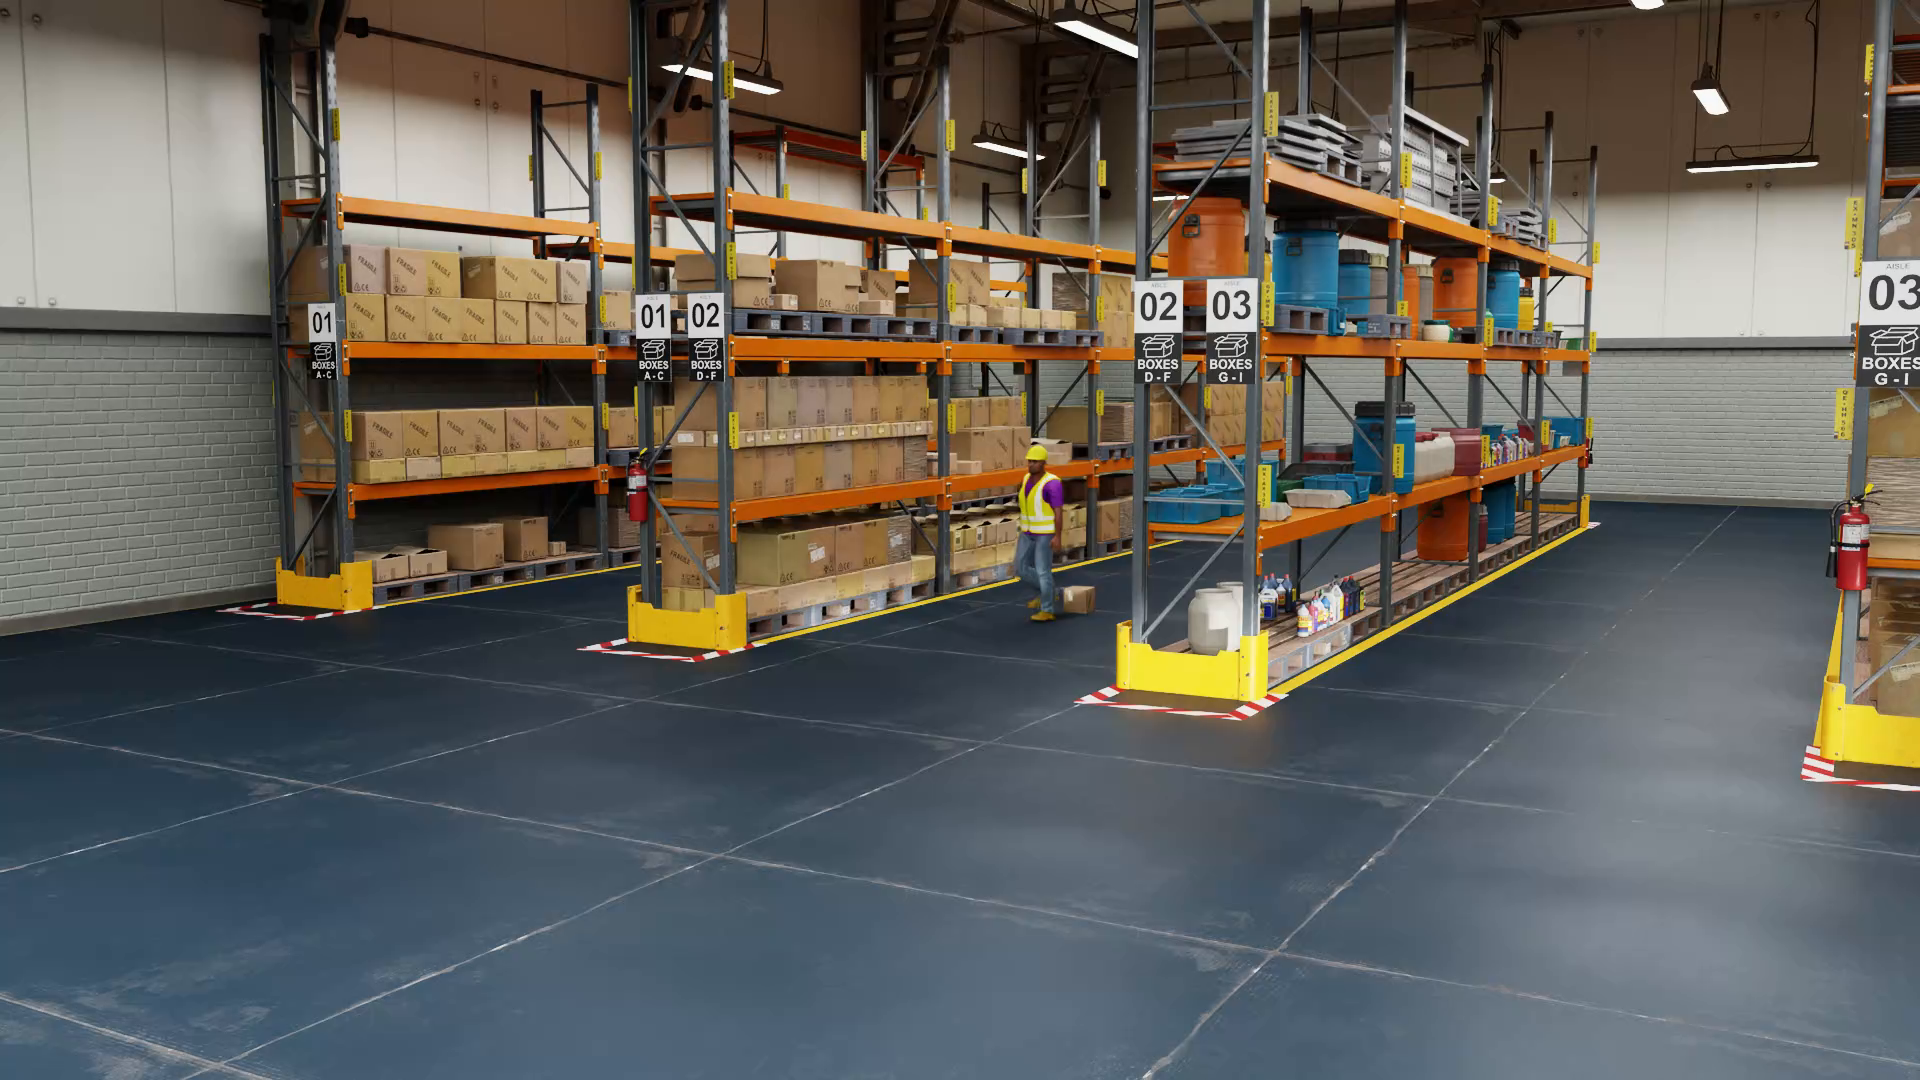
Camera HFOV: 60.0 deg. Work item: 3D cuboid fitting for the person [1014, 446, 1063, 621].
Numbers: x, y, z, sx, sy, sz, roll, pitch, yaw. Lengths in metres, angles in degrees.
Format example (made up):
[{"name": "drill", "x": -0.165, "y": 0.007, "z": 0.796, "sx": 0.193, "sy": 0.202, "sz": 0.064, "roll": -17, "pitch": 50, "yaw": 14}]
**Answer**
[{"name": "person", "x": 0.819, "y": -0.070, "z": 16.629, "sx": 0.547, "sy": 1.756, "sz": 0.614, "roll": -5, "pitch": 8, "yaw": -39}]
